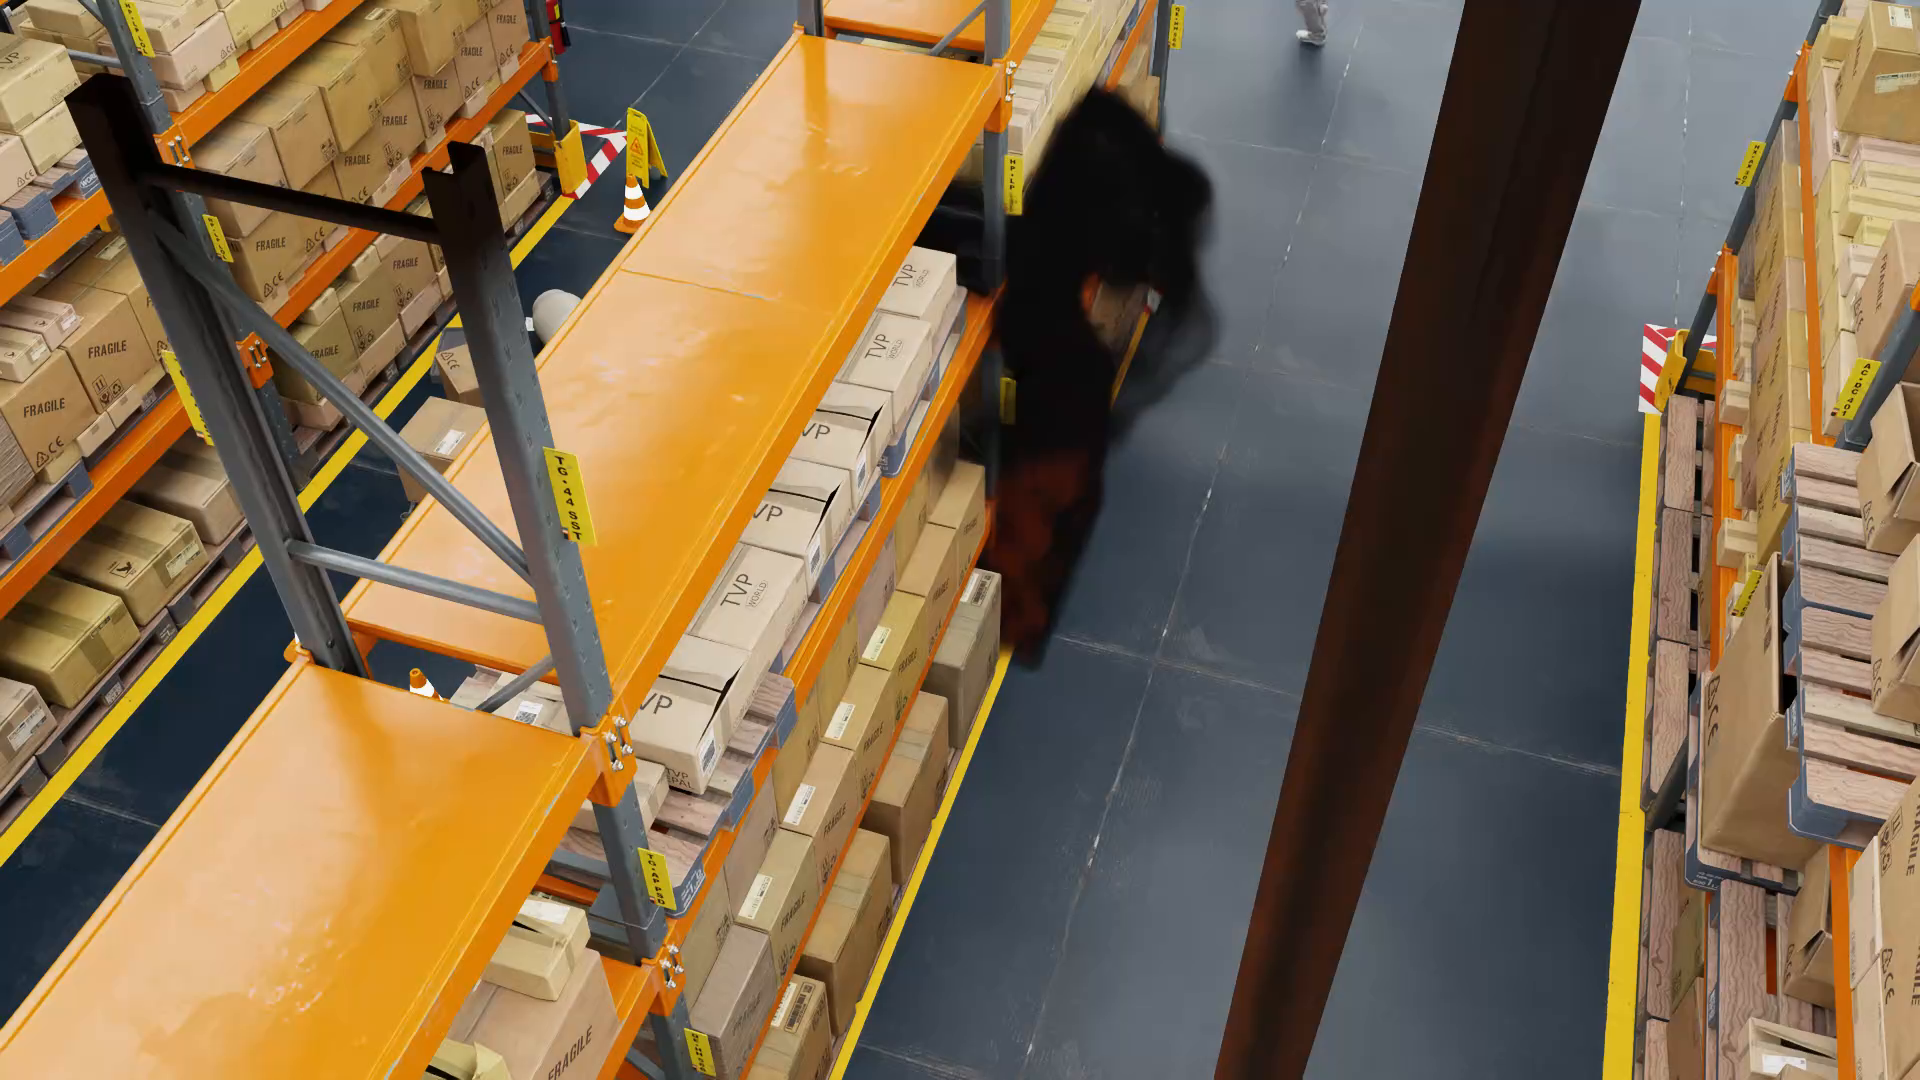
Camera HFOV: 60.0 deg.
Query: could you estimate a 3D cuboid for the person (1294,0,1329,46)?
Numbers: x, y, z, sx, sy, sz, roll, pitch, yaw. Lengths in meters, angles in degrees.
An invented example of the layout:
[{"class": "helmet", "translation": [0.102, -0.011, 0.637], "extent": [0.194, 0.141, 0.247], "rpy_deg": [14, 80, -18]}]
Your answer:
[{"class": "person", "translation": [3.204, -5.415, 15.206], "extent": [0.647, 1.707, 0.662], "rpy_deg": [-26, 51, -23]}]
